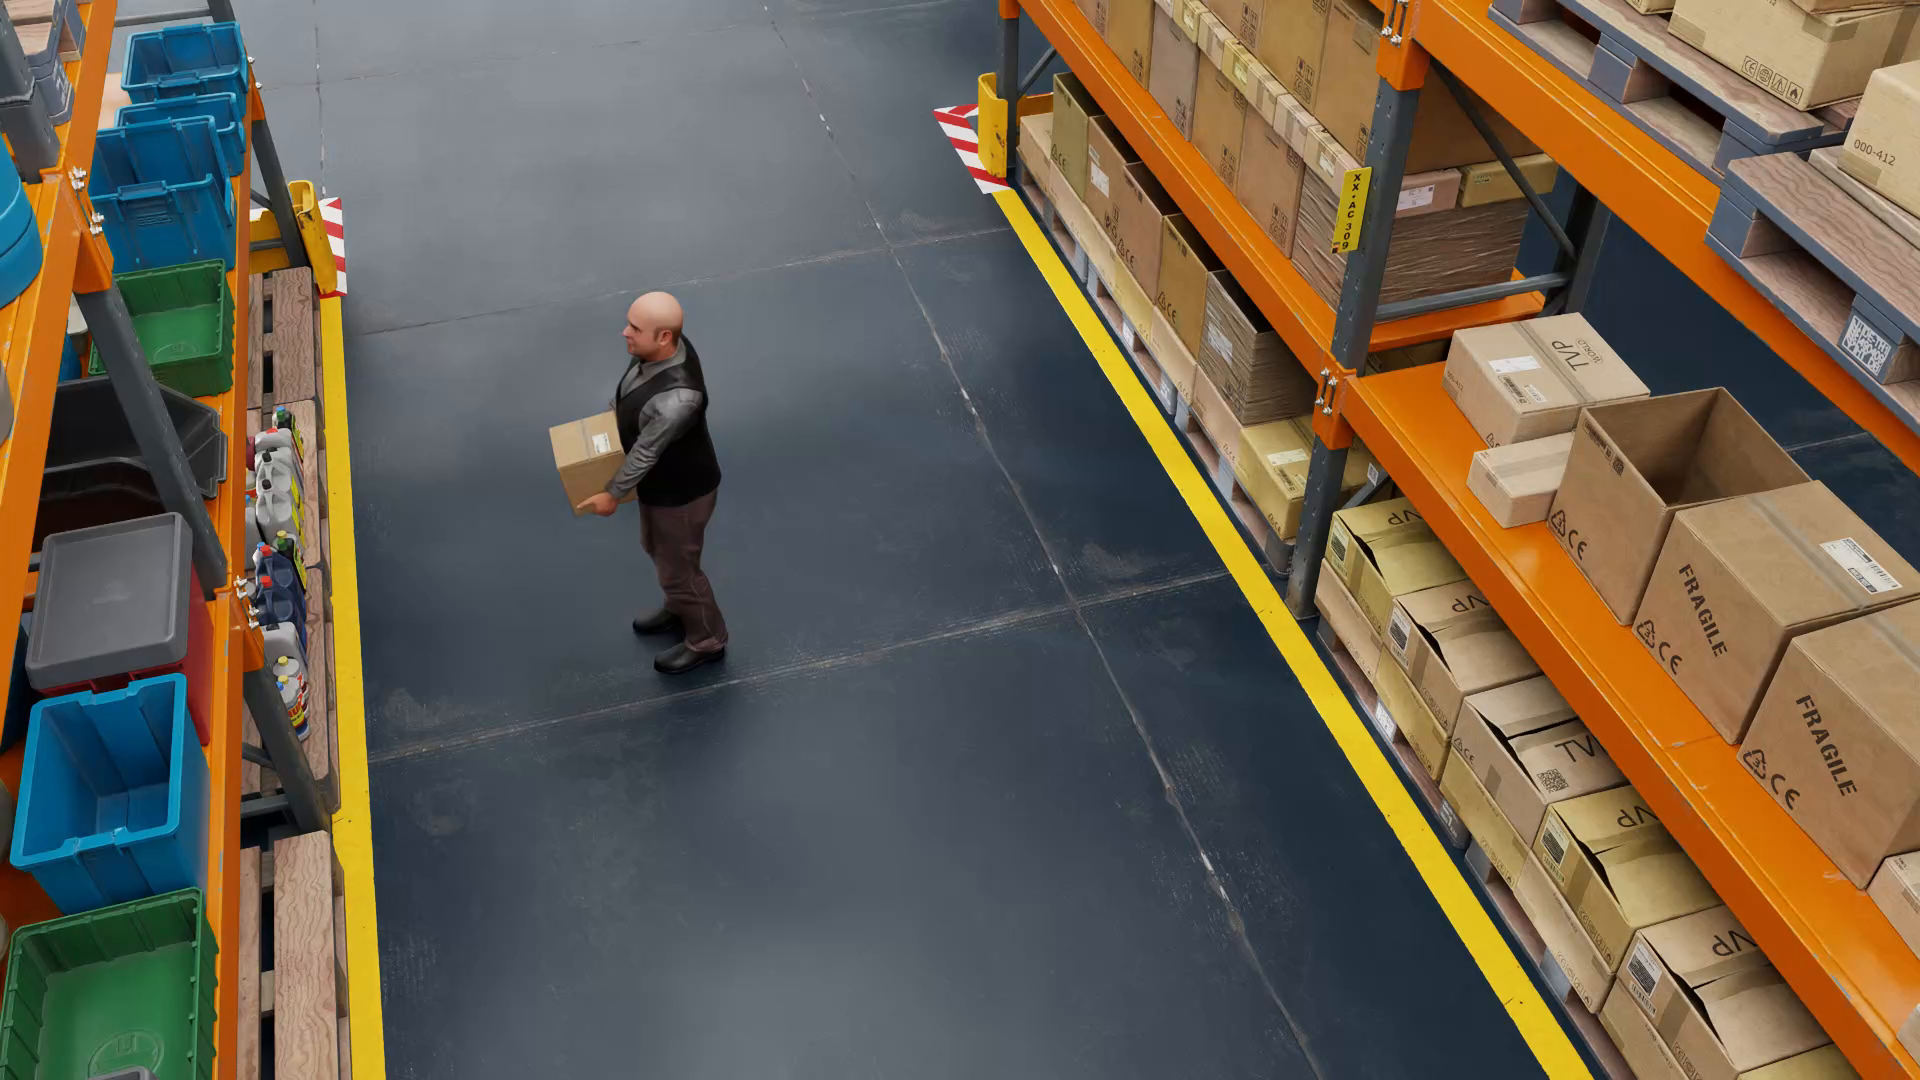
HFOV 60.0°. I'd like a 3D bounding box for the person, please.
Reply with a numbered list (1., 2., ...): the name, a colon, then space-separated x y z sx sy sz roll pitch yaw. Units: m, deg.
1. person: -1.201 -0.199 6.404 0.555 1.718 0.495 -12 43 -13
